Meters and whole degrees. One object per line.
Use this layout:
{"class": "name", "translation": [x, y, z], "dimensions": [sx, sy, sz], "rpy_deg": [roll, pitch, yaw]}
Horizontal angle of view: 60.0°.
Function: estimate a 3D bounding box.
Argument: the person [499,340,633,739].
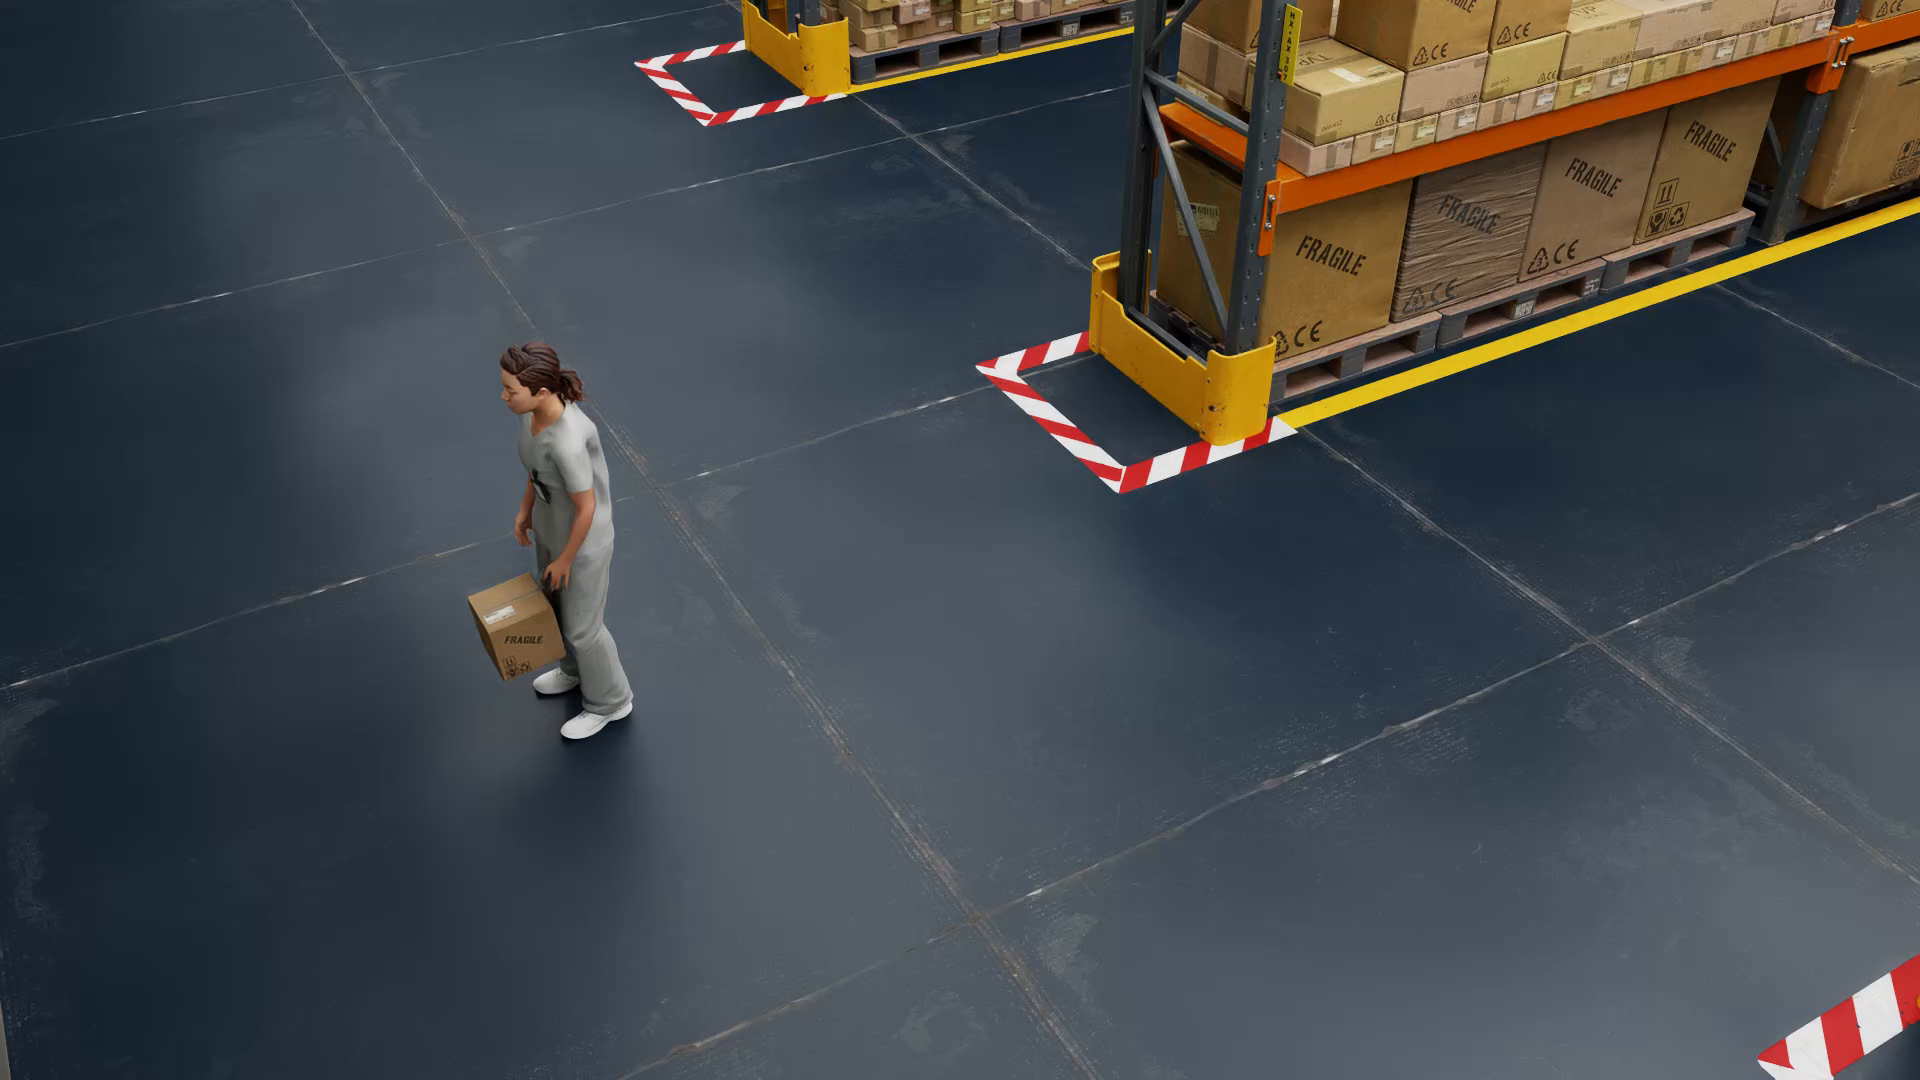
{"class": "person", "translation": [-1.464, -0.007, 6.158], "dimensions": [0.364, 1.676, 0.474], "rpy_deg": [-20, 41, -25]}
